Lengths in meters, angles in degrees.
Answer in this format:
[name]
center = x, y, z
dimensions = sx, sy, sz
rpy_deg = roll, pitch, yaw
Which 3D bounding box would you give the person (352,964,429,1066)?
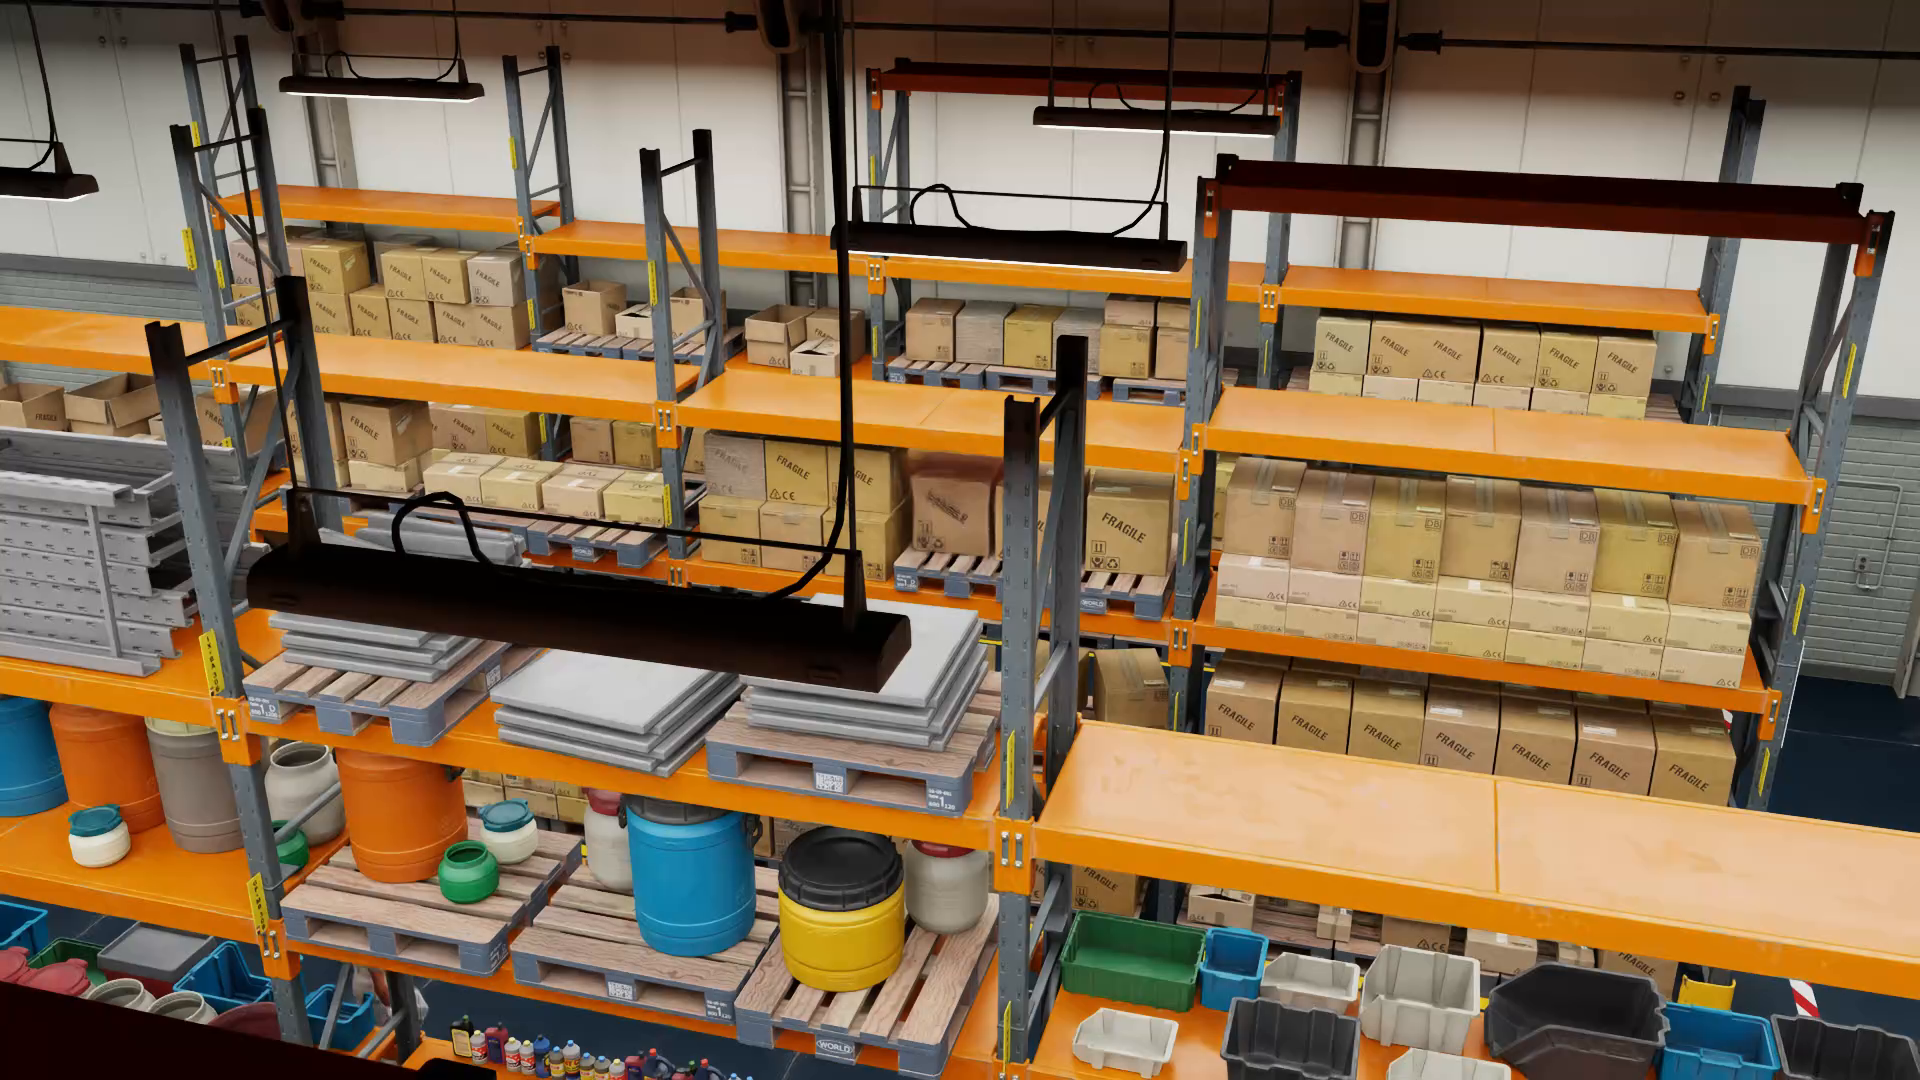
[person]
center = -3.909, 3.016, 11.179
dimensions = 0.540, 1.786, 0.560
rpy_deg = -4, 23, -10
